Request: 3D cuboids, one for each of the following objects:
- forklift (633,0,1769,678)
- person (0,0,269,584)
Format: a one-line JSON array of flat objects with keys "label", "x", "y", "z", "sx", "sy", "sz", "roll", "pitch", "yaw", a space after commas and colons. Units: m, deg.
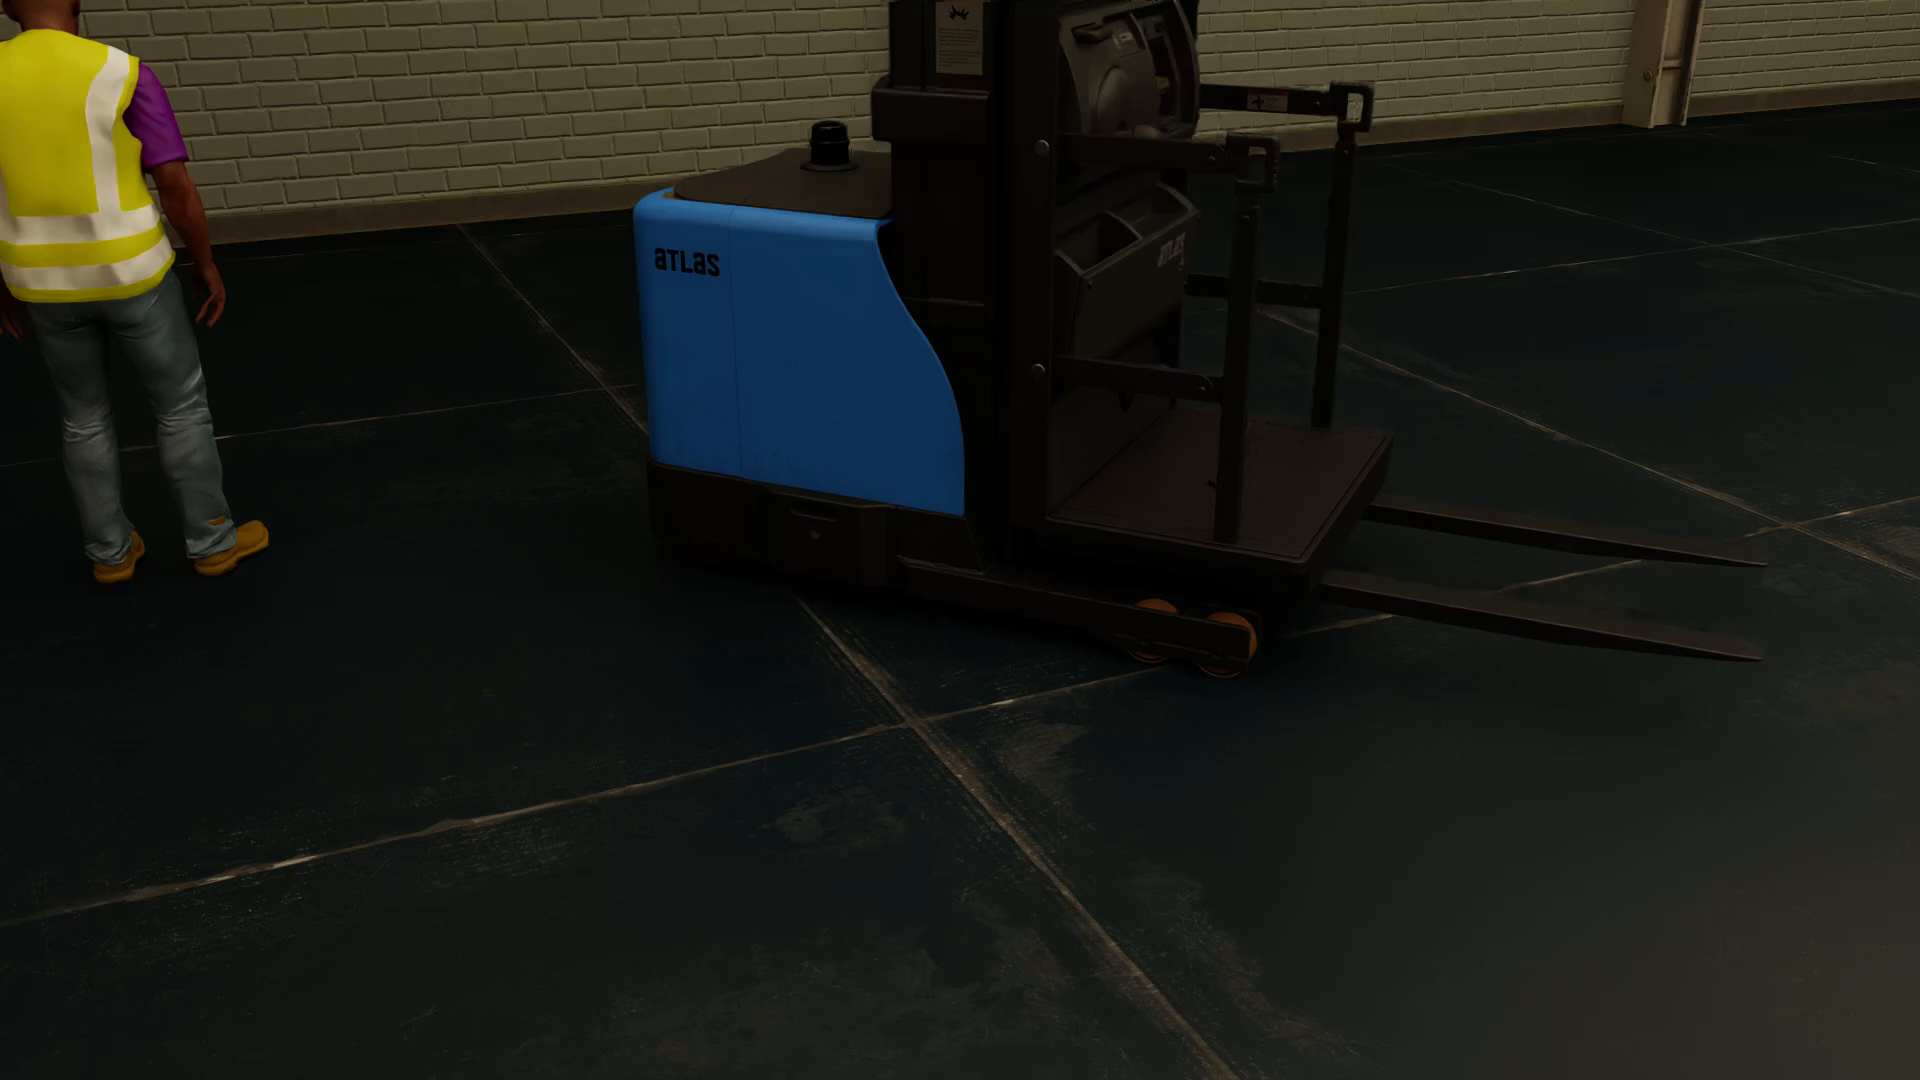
[{"label": "forklift", "x": 0.635, "y": -1.232, "z": 4.253, "sx": 3.031, "sy": 2.935, "sz": 1.130, "roll": 10, "pitch": 25, "yaw": 23}, {"label": "person", "x": -2.375, "y": -0.736, "z": 4.590, "sx": 0.629, "sy": 1.759, "sz": 0.461, "roll": -4, "pitch": 23, "yaw": -8}]
